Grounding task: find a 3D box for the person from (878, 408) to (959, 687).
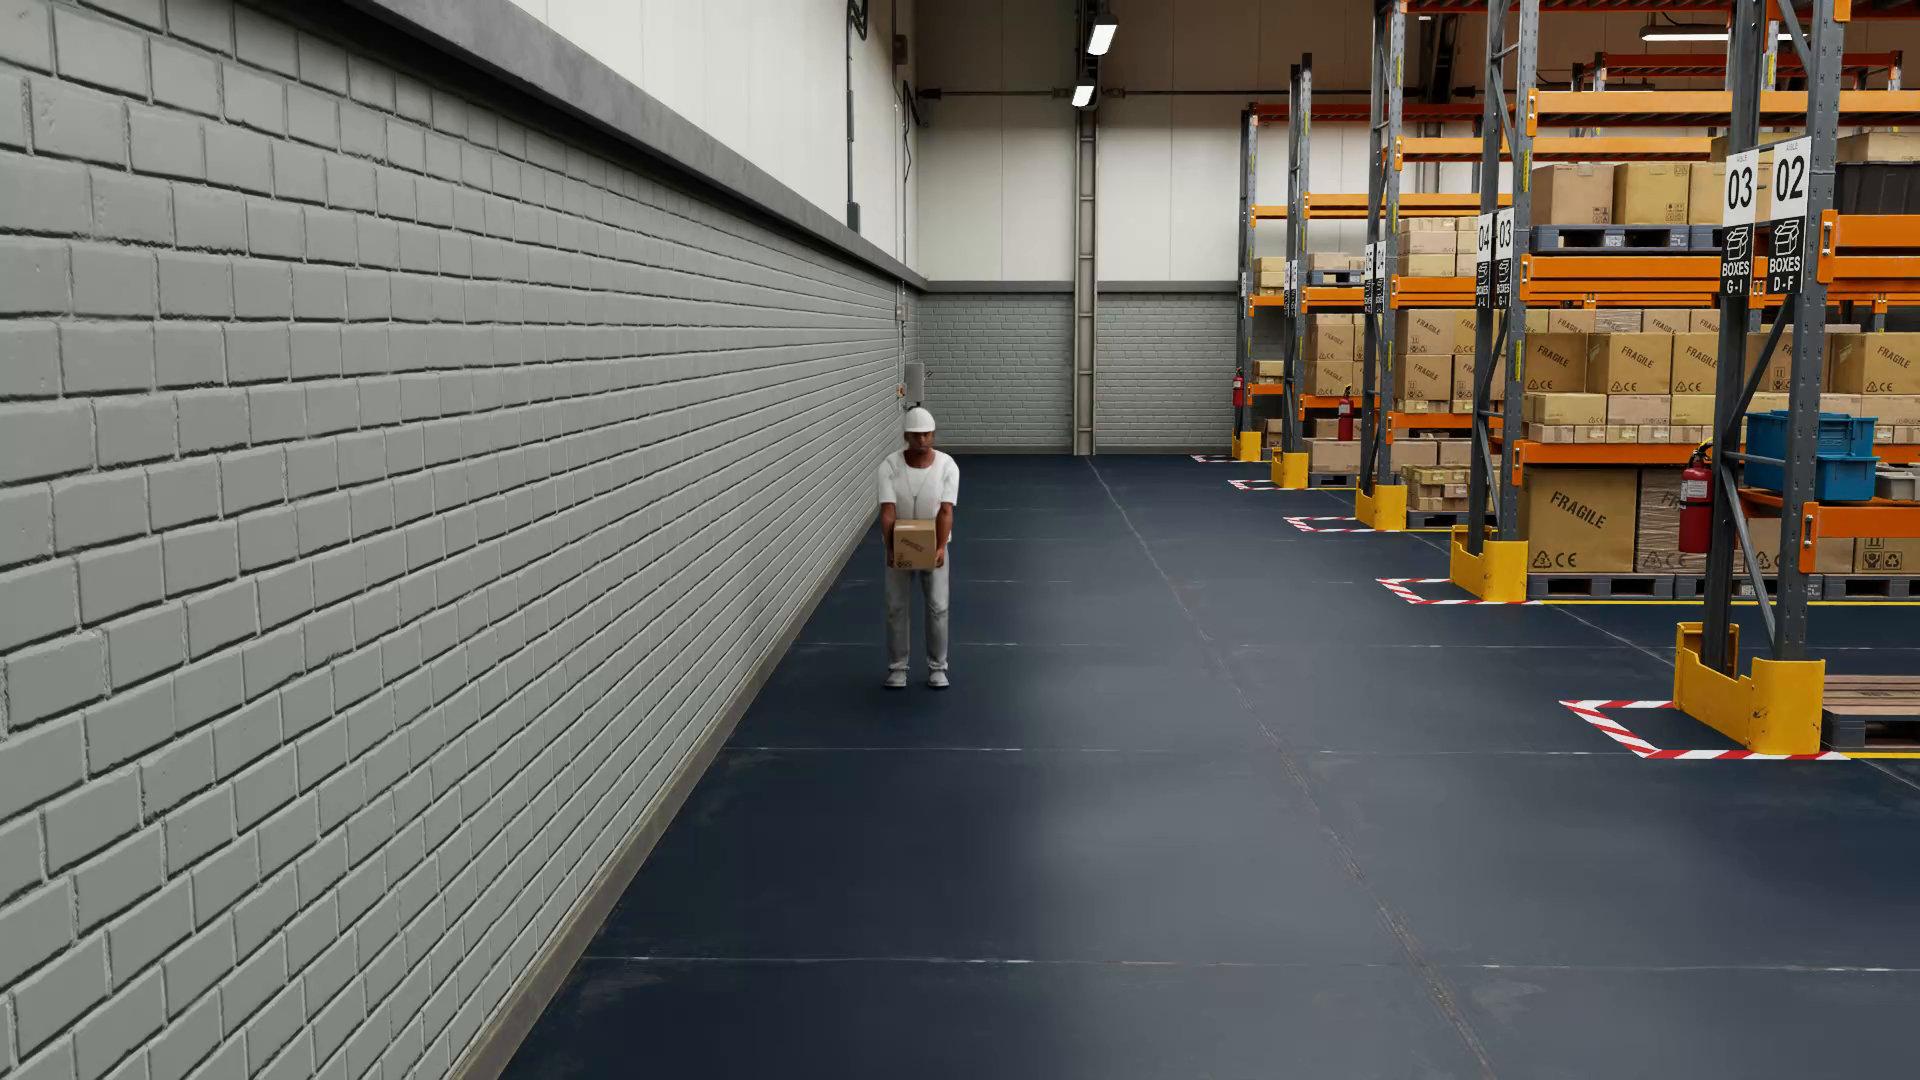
[{"bbox_3d":[-0.256,0.055,10.309,0.501,1.746,0.592,0,7,0],"label":"person"}]
